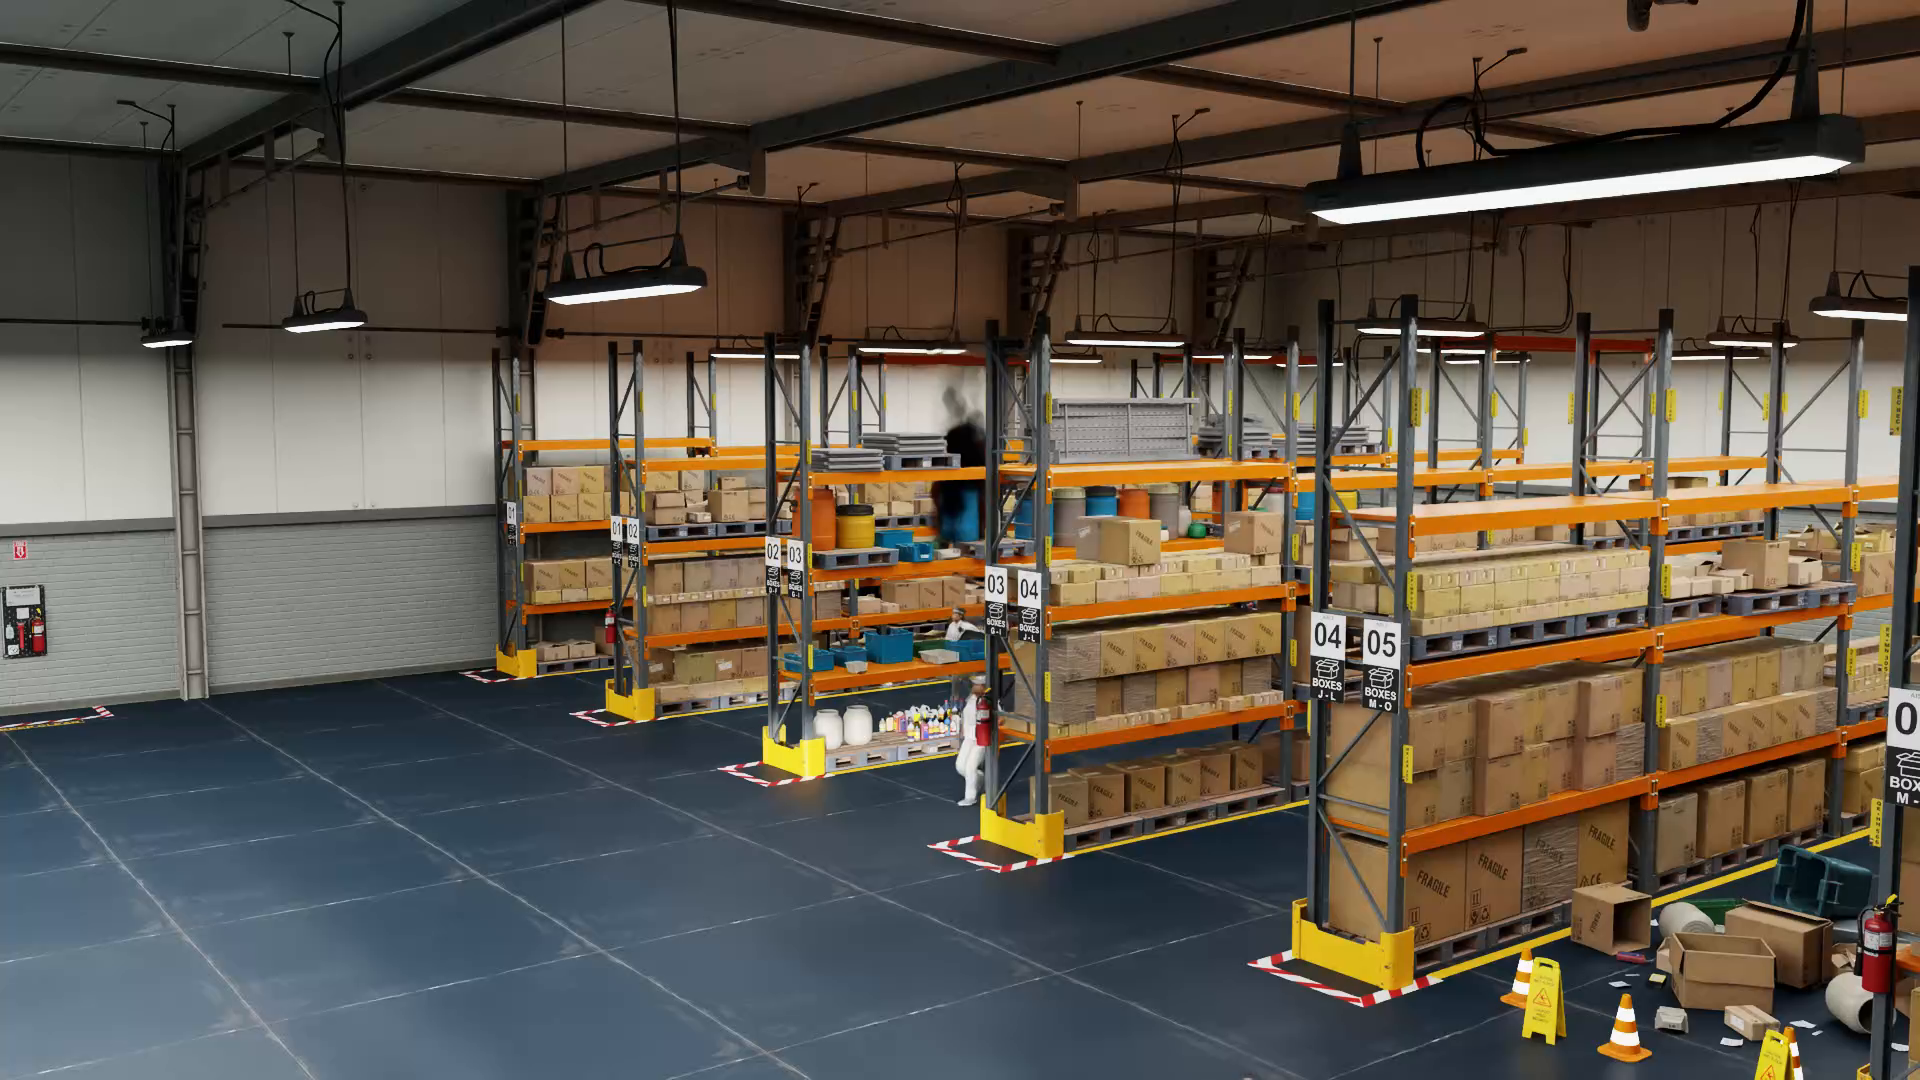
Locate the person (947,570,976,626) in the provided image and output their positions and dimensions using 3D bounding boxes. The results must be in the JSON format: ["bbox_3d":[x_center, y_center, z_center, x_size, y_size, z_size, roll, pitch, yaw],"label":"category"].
[{"bbox_3d":[-0.098,1.349,33.415,0.685,1.826,0.776,5,7,44],"label":"person"}]

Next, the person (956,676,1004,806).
[{"bbox_3d":[0.205,2.525,20.986,0.590,1.609,0.603,-4,7,-40],"label":"person"}]

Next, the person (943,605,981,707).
[{"bbox_3d":[0.058,1.928,27.297,0.880,1.746,0.621,-5,7,-42],"label":"person"}]
